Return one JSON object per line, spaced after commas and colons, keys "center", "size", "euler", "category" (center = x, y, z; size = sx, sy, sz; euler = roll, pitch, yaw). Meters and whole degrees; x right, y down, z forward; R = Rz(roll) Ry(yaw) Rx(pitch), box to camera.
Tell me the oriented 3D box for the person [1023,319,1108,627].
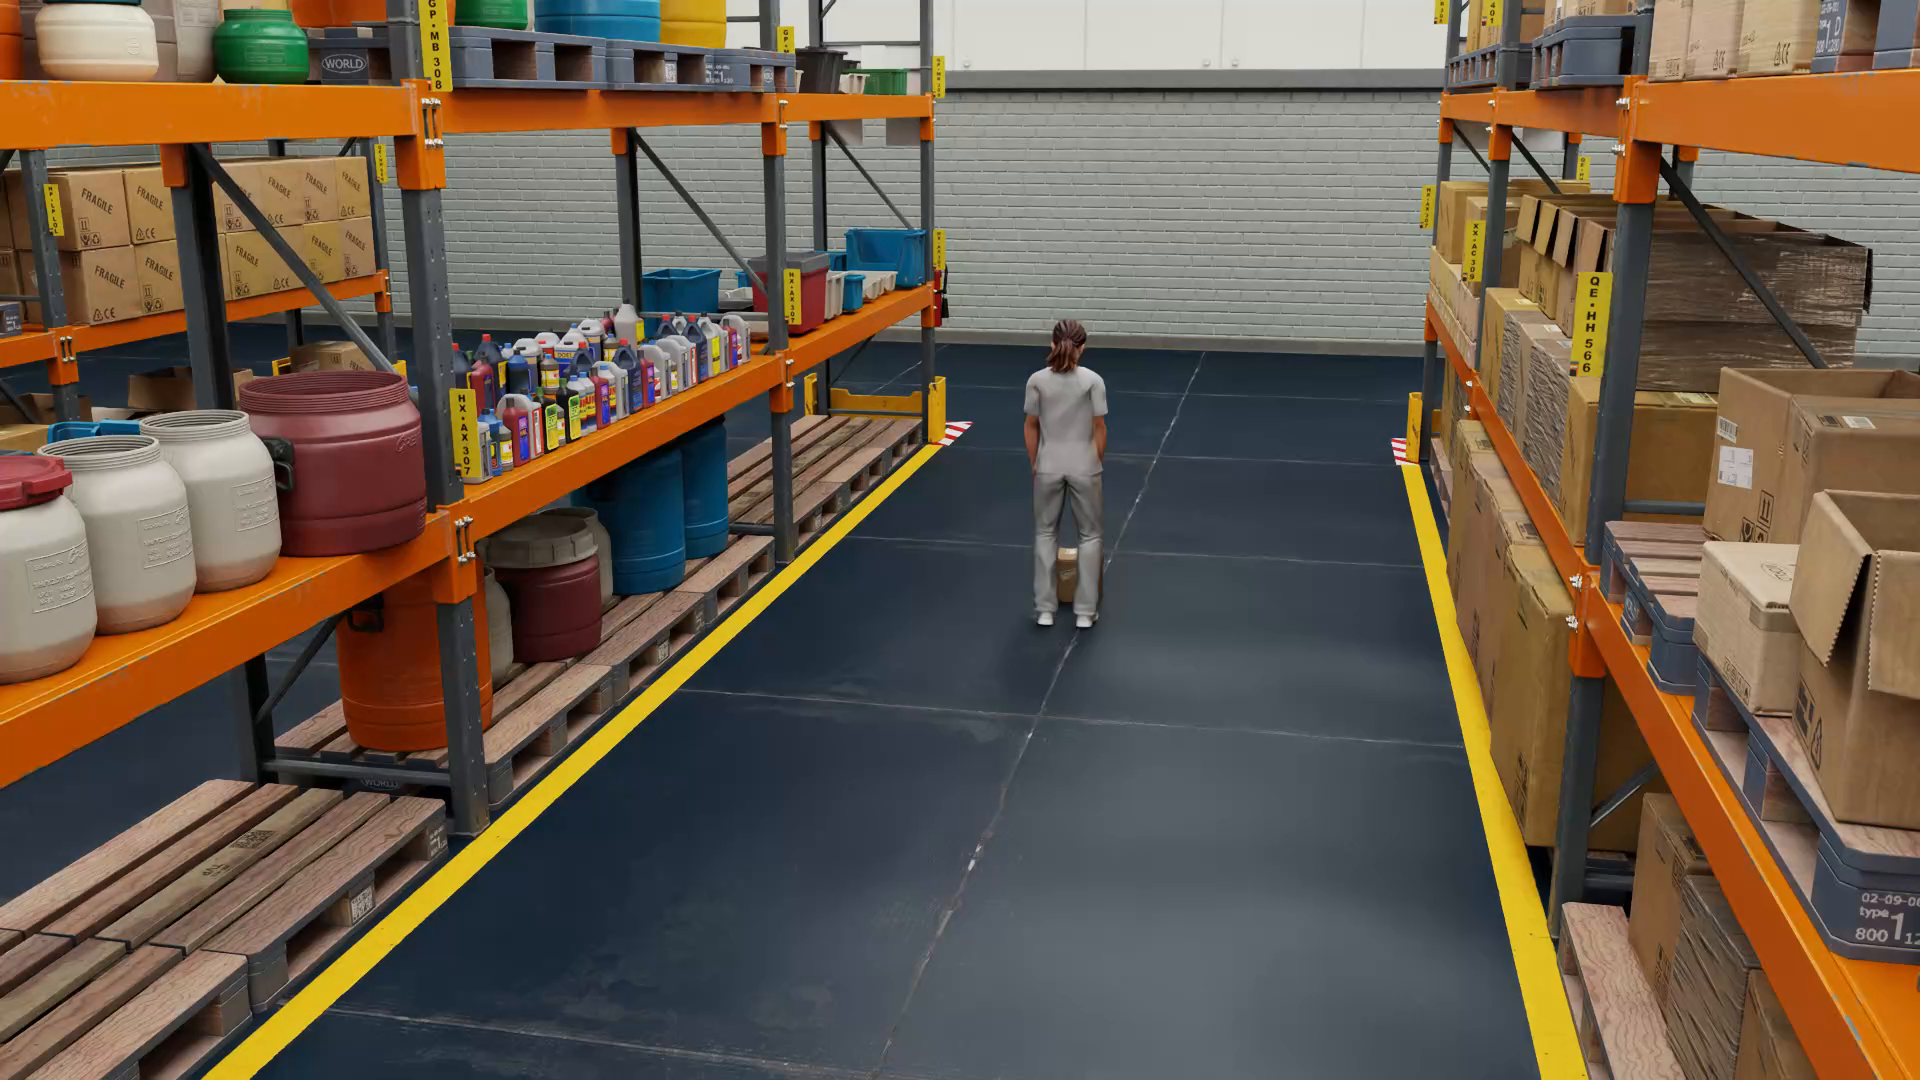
{"center": [0.562, -0.349, 8.922], "size": [0.453, 1.644, 0.351], "euler": [3, 15, 12], "category": "person"}
